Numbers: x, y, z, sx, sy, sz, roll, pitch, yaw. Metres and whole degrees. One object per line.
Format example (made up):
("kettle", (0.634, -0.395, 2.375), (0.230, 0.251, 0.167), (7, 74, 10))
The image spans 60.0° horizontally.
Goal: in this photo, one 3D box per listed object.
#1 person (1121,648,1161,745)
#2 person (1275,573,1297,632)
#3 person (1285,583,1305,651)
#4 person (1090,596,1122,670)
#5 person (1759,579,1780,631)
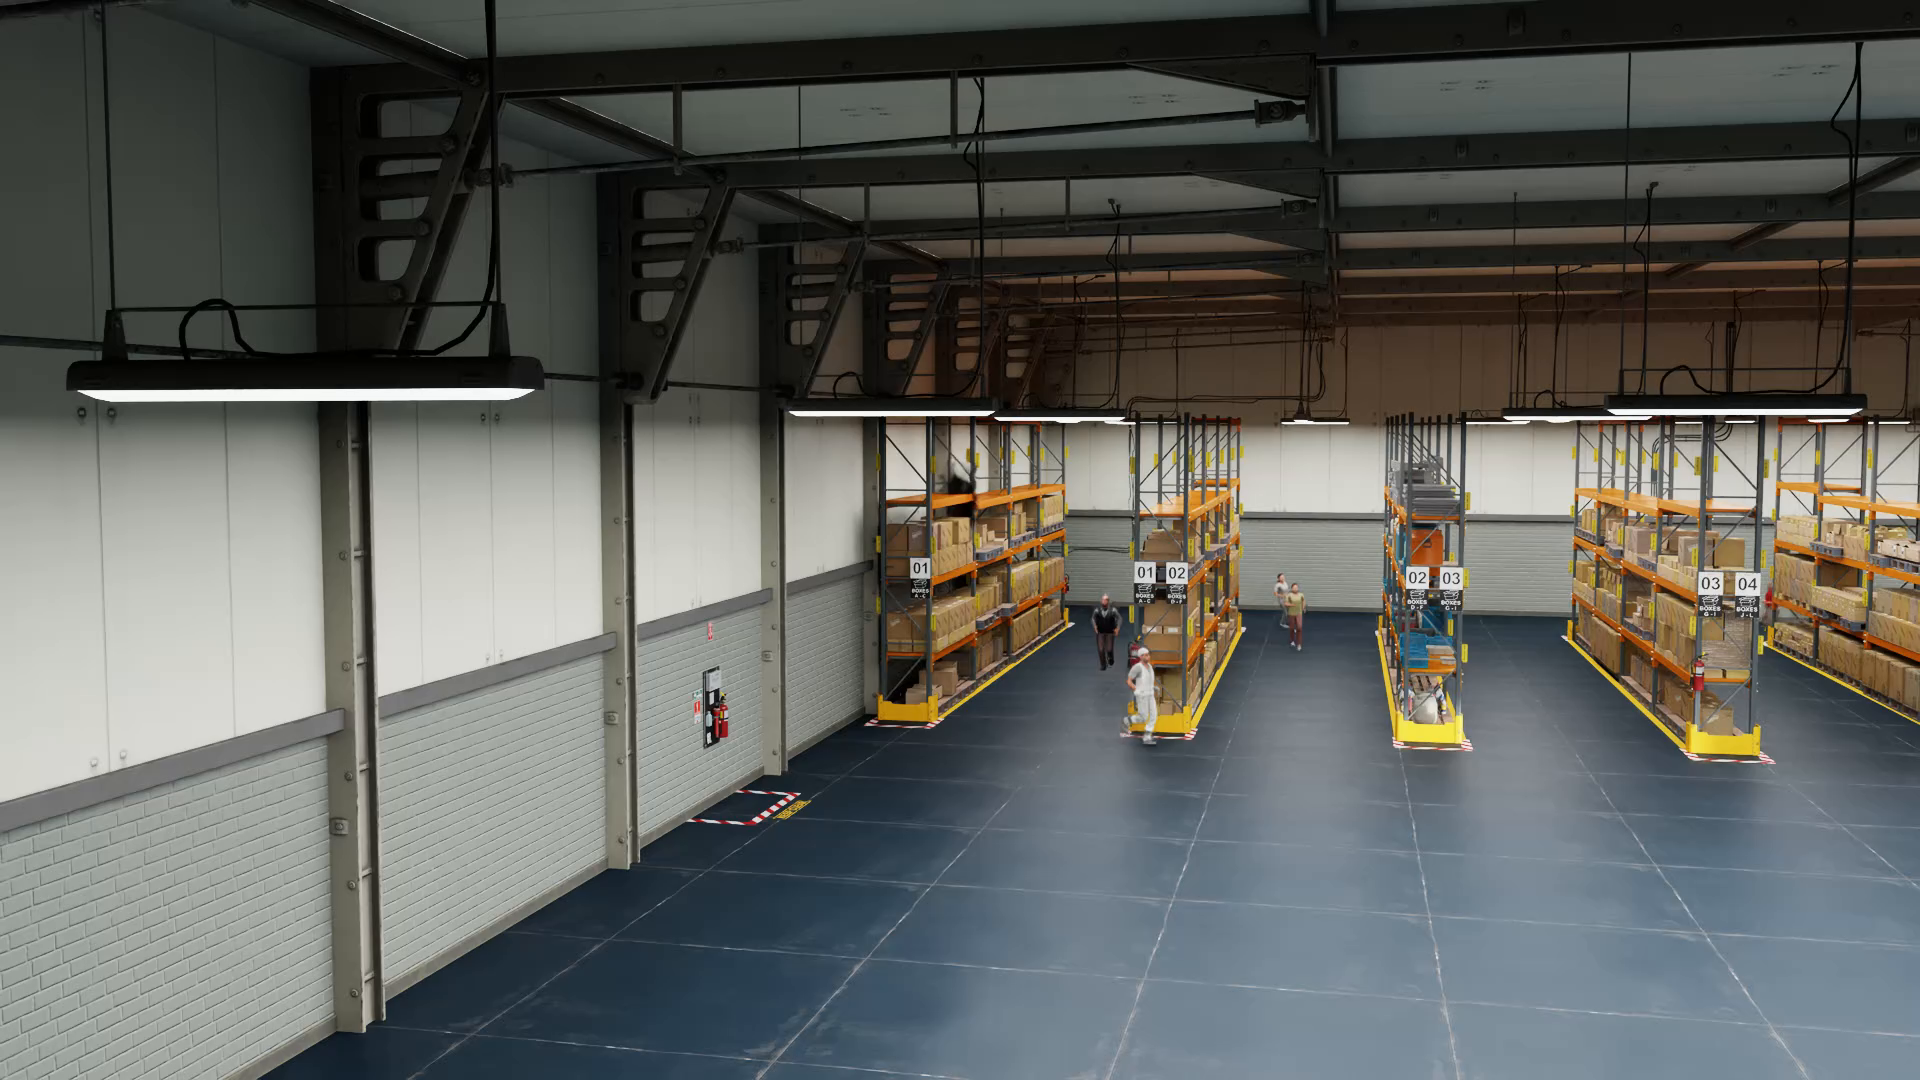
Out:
("person", (3.320, 2.825, 30.149), (0.676, 1.750, 0.756), (-4, 5, -44))
("person", (9.093, 1.769, 46.757), (0.641, 1.672, 0.740), (-2, 4, -28))
("person", (8.669, 1.968, 43.036), (0.547, 1.721, 0.775), (1, 4, 8))
("person", (3.265, 2.084, 37.243), (0.707, 1.678, 0.609), (1, 4, 13))
("person", (21.924, 1.874, 44.902), (0.595, 1.657, 0.796), (1, 4, 13))
